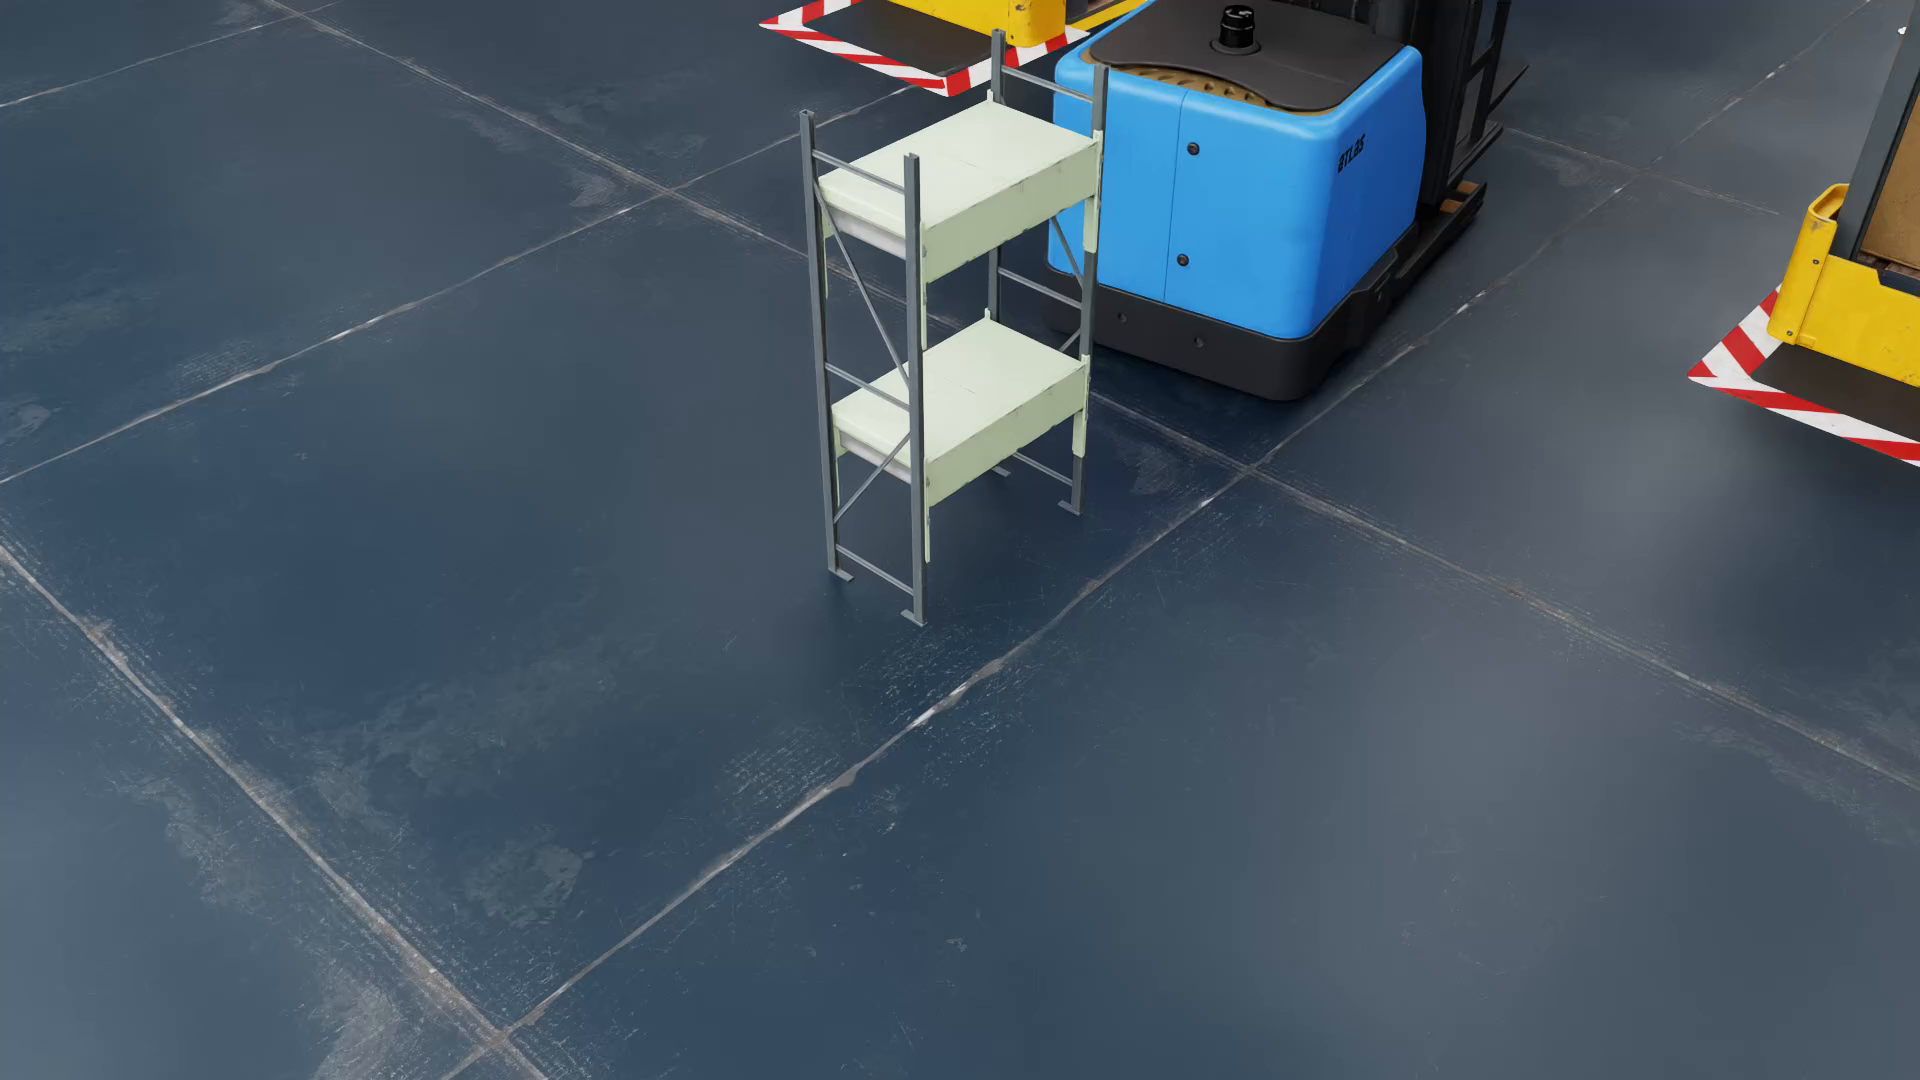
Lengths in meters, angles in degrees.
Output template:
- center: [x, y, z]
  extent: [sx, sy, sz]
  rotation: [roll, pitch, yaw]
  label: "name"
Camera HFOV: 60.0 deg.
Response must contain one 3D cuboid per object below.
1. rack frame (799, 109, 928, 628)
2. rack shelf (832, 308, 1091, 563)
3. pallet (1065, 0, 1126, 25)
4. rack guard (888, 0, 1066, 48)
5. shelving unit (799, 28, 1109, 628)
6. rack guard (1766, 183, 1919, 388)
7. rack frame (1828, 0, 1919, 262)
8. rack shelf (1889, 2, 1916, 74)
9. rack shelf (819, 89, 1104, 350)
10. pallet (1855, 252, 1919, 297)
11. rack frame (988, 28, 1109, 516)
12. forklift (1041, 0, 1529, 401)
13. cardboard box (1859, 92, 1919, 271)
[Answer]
- center: [-0.251, -0.416, 4.568]
  extent: [0.400, 1.500, 0.023]
  rotation: [30, 47, 32]
  label: "rack frame"
- center: [-0.004, -0.329, 4.982]
  extent: [0.431, 0.370, 0.720]
  rotation: [30, 47, 32]
  label: "rack shelf"
- center: [0.593, -3.223, 9.134]
  extent: [1.003, 0.211, 1.213]
  rotation: [30, 47, 32]
  label: "pallet"
- center: [0.019, -2.978, 8.594]
  extent: [1.175, 0.500, 0.348]
  rotation: [30, 47, 32]
  label: "rack guard"
- center: [-0.004, -0.584, 4.779]
  extent: [0.431, 1.500, 0.755]
  rotation: [30, 47, 32]
  label: "shelving unit"
- center: [3.544, -0.803, 5.858]
  extent: [1.175, 0.500, 0.348]
  rotation: [30, 47, 32]
  label: "rack guard"
- center: [3.560, -1.793, 5.094]
  extent: [1.000, 3.000, 0.127]
  rotation: [30, 47, 32]
  label: "rack frame"
- center: [4.910, -2.430, 6.474]
  extent: [1.077, 0.370, 4.000]
  rotation: [30, 47, 32]
  label: "rack shelf"
- center: [-0.004, -0.889, 4.536]
  extent: [0.431, 0.370, 0.720]
  rotation: [30, 47, 32]
  label: "rack shelf"
- center: [4.042, -1.101, 6.465]
  extent: [1.003, 0.211, 1.213]
  rotation: [30, 47, 32]
  label: "pallet"
- center: [0.242, -0.752, 4.991]
  extent: [0.400, 1.500, 0.023]
  rotation: [30, 47, 32]
  label: "rack frame"
- center: [1.525, -2.513, 6.056]
  extent: [1.130, 2.935, 3.031]
  rotation: [22, 43, 25]
  label: "forklift"
- center: [3.969, -1.465, 6.052]
  extent: [0.875, 0.875, 0.875]
  rotation: [30, 47, 32]
  label: "cardboard box"
